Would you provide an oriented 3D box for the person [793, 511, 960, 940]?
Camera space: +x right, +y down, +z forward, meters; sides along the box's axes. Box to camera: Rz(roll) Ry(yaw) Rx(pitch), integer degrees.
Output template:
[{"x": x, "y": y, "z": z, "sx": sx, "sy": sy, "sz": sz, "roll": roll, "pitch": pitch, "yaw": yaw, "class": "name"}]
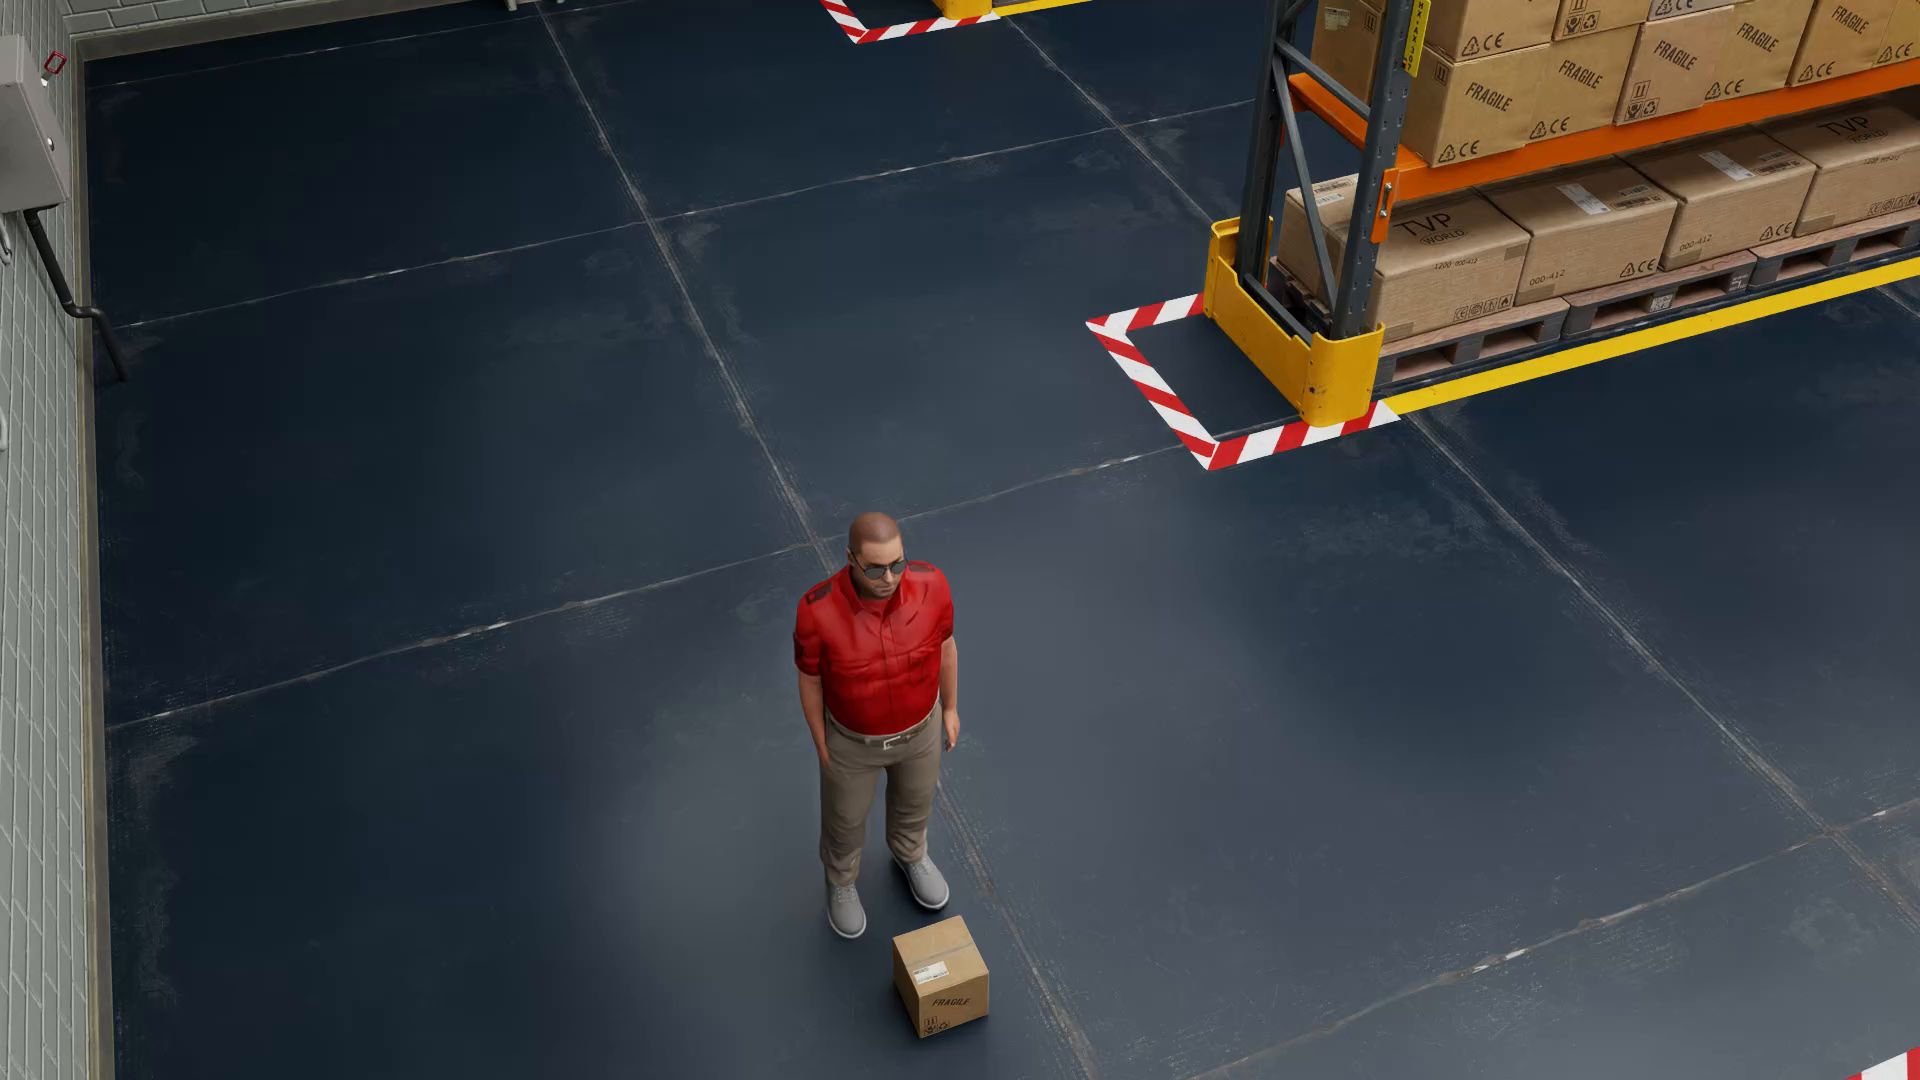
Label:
[{"x": -0.244, "y": 0.622, "z": 5.476, "sx": 0.533, "sy": 1.736, "sz": 0.361, "roll": -15, "pitch": 44, "yaw": -16, "class": "person"}]
